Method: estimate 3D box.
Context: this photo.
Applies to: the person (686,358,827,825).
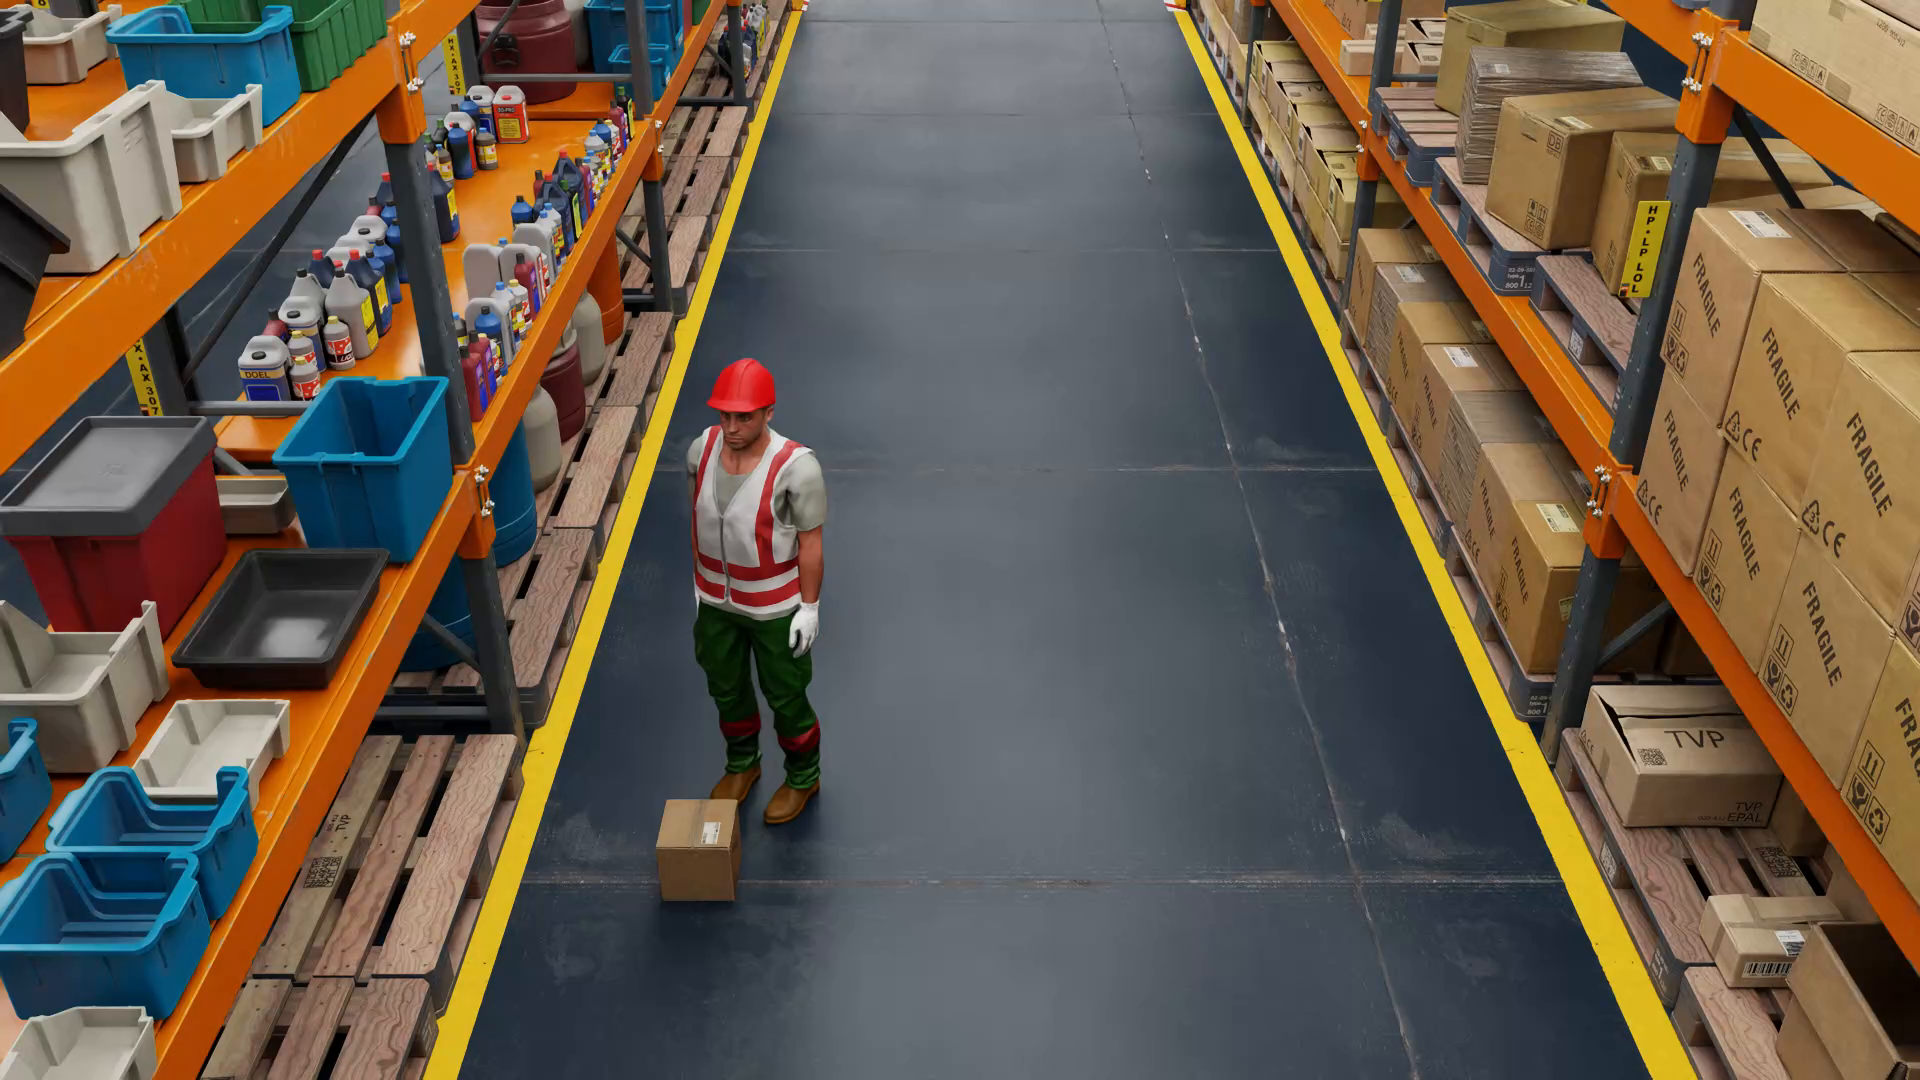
[{"bbox_3d":[-0.713,0.202,5.782,0.524,1.788,0.347,14,34,21],"label":"person"}]
